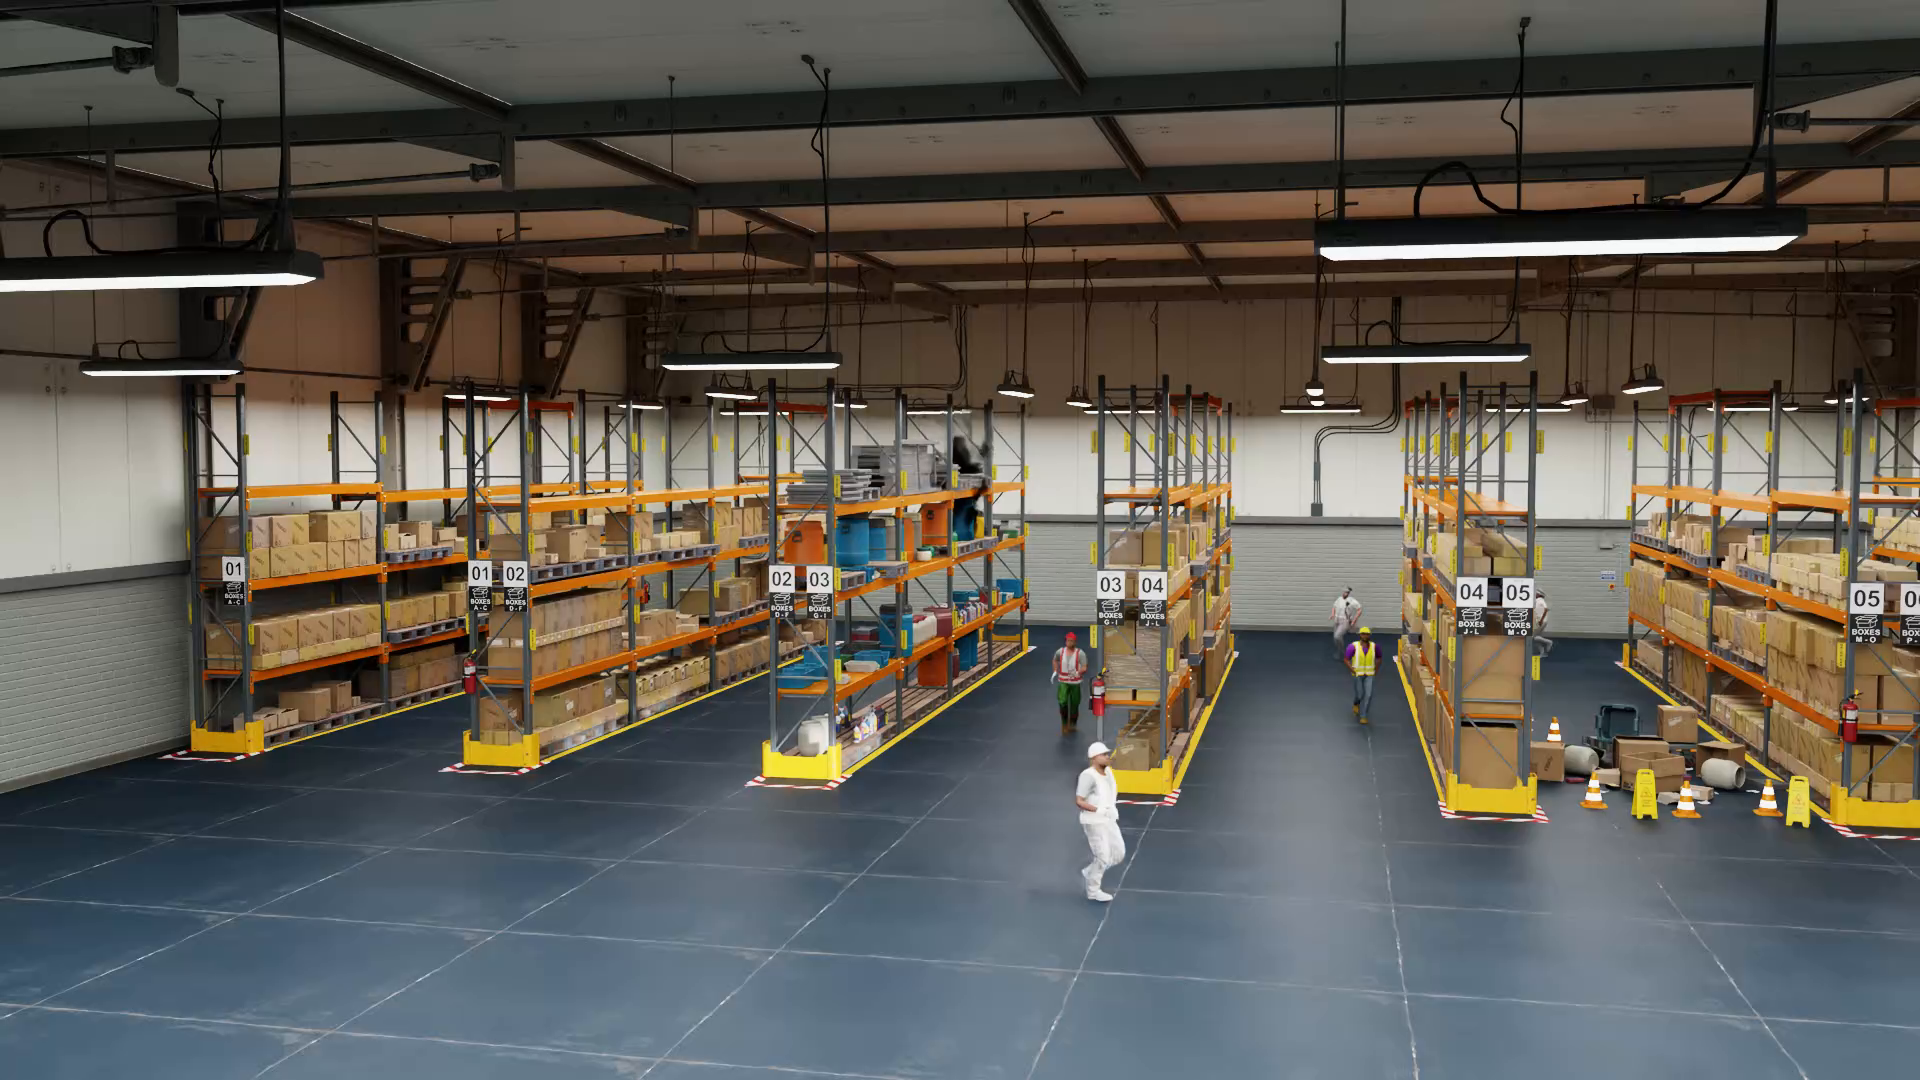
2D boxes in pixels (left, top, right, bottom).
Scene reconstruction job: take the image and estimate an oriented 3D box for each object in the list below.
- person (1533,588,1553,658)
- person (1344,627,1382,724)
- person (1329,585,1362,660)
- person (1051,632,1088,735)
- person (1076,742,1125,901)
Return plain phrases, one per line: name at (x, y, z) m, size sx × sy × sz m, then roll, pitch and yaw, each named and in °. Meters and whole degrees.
person at (13.629, 1.949, 39.130) m, size 0.604 × 1.667 × 0.599 m, roll 1°, pitch 3°, yaw 19°
person at (7.272, 2.423, 29.962) m, size 0.691 × 1.734 × 0.749 m, roll 0°, pitch 3°, yaw 3°
person at (8.925, 1.939, 38.686) m, size 0.660 × 1.784 × 0.723 m, roll -2°, pitch 4°, yaw -36°
person at (1.877, 2.474, 28.613) m, size 0.648 × 1.778 × 0.785 m, roll 1°, pitch 3°, yaw 9°
person at (1.562, 3.089, 18.235) m, size 0.587 × 1.742 × 0.698 m, roll 2°, pitch 4°, yaw 37°
